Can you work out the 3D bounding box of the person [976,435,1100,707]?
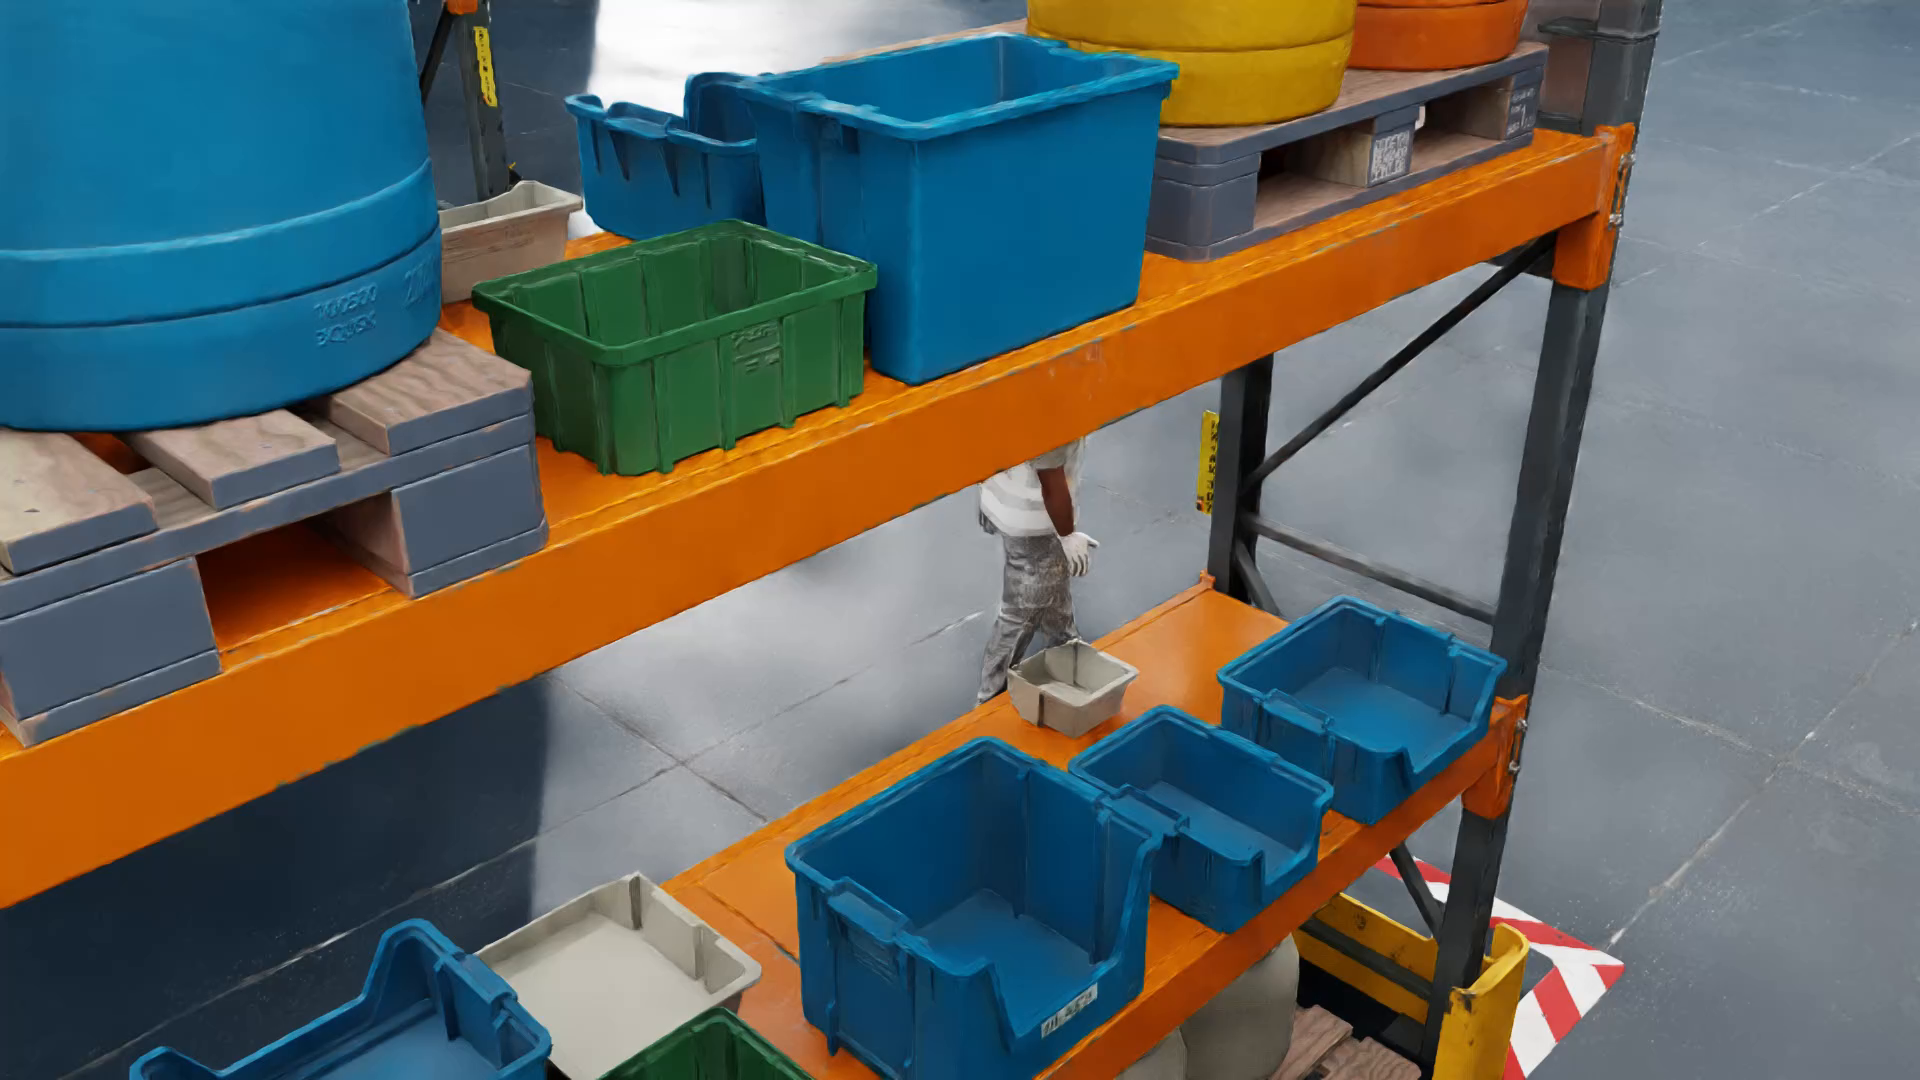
[{"bbox_3d":[0.400,-0.121,6.303,0.745,1.770,0.572,-9,29,-17],"label":"person"}]
